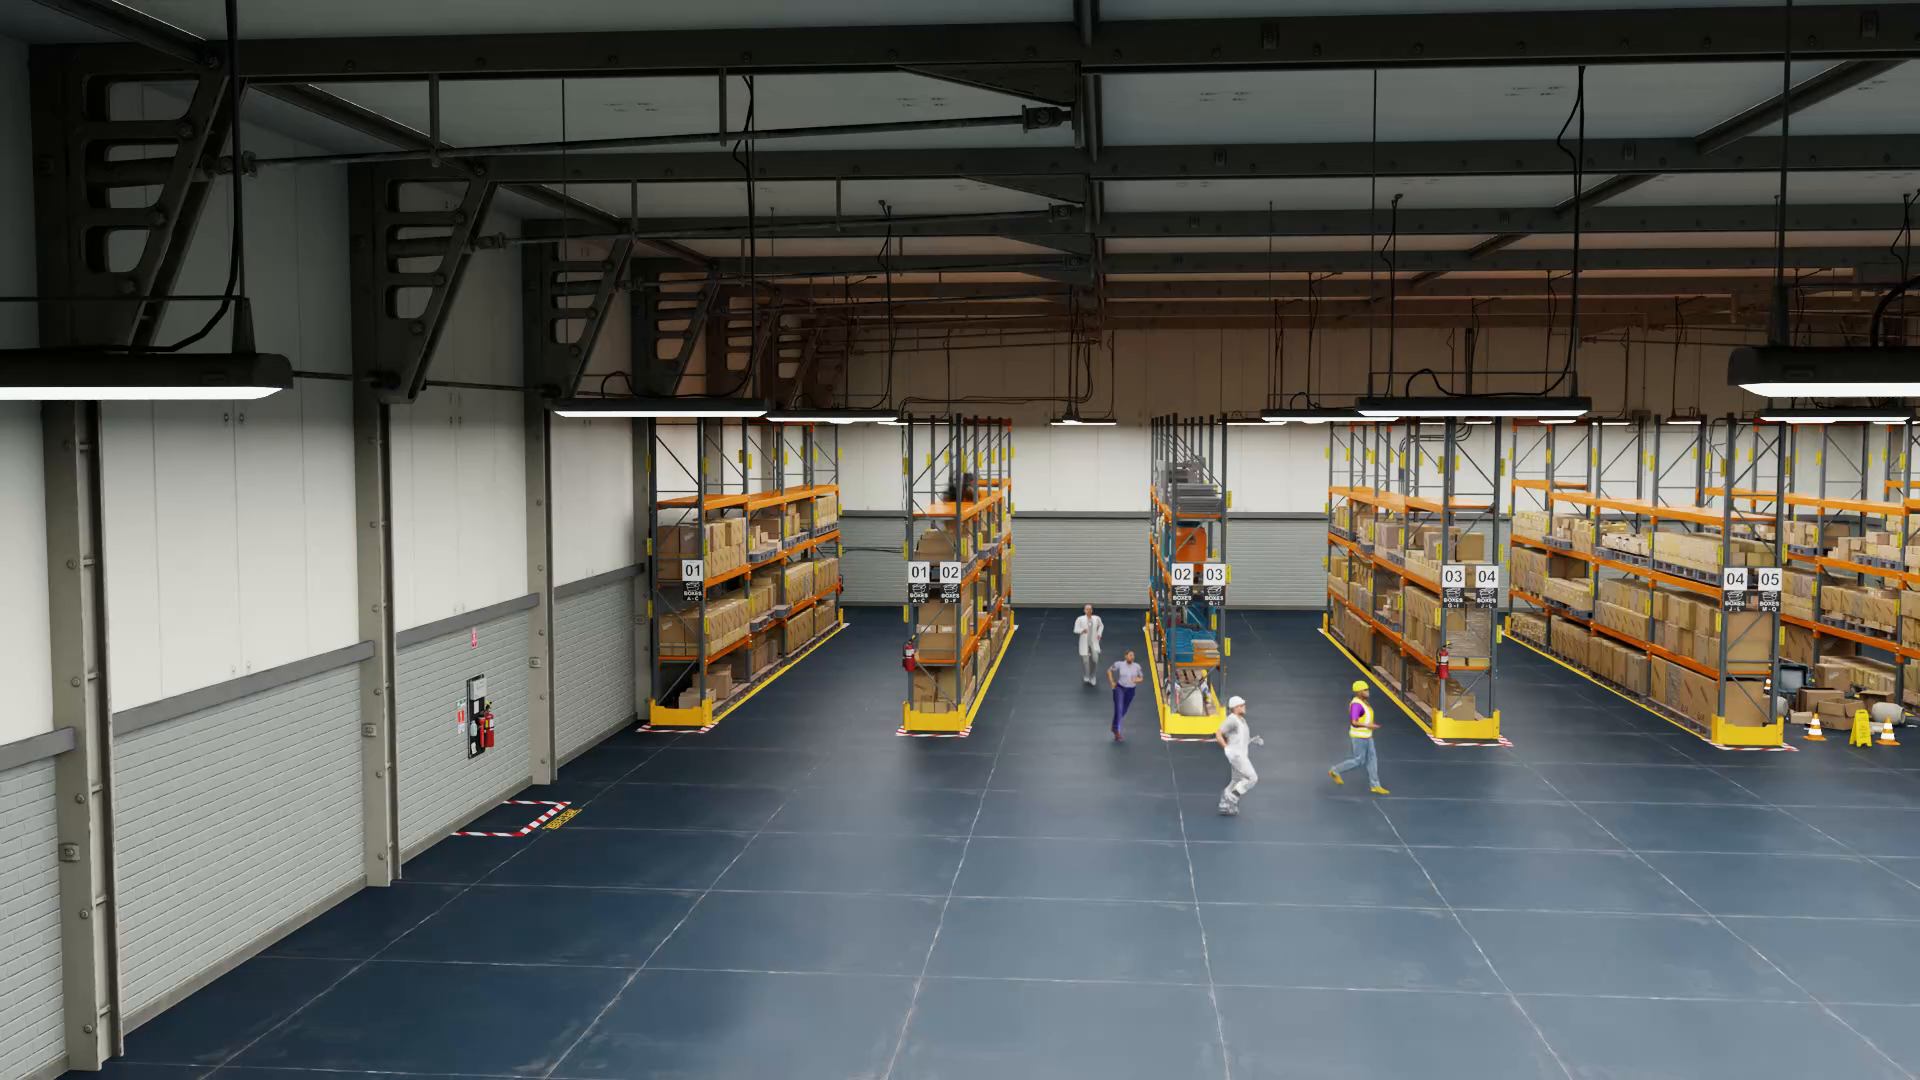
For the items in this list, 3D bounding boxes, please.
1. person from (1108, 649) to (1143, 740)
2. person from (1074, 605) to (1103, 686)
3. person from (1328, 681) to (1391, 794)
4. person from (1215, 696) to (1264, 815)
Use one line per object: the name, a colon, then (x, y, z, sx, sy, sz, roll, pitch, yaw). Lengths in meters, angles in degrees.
person: (3.078, 2.827, 30.830, 0.646, 1.609, 0.940, -1, 4, -12)
person: (2.887, 2.350, 37.092, 0.688, 1.814, 0.755, 0, 4, -2)
person: (6.264, 3.081, 26.019, 0.957, 1.762, 0.700, 2, 4, 28)
person: (4.136, 3.178, 24.494, 0.650, 1.742, 0.646, 1, 4, 21)
